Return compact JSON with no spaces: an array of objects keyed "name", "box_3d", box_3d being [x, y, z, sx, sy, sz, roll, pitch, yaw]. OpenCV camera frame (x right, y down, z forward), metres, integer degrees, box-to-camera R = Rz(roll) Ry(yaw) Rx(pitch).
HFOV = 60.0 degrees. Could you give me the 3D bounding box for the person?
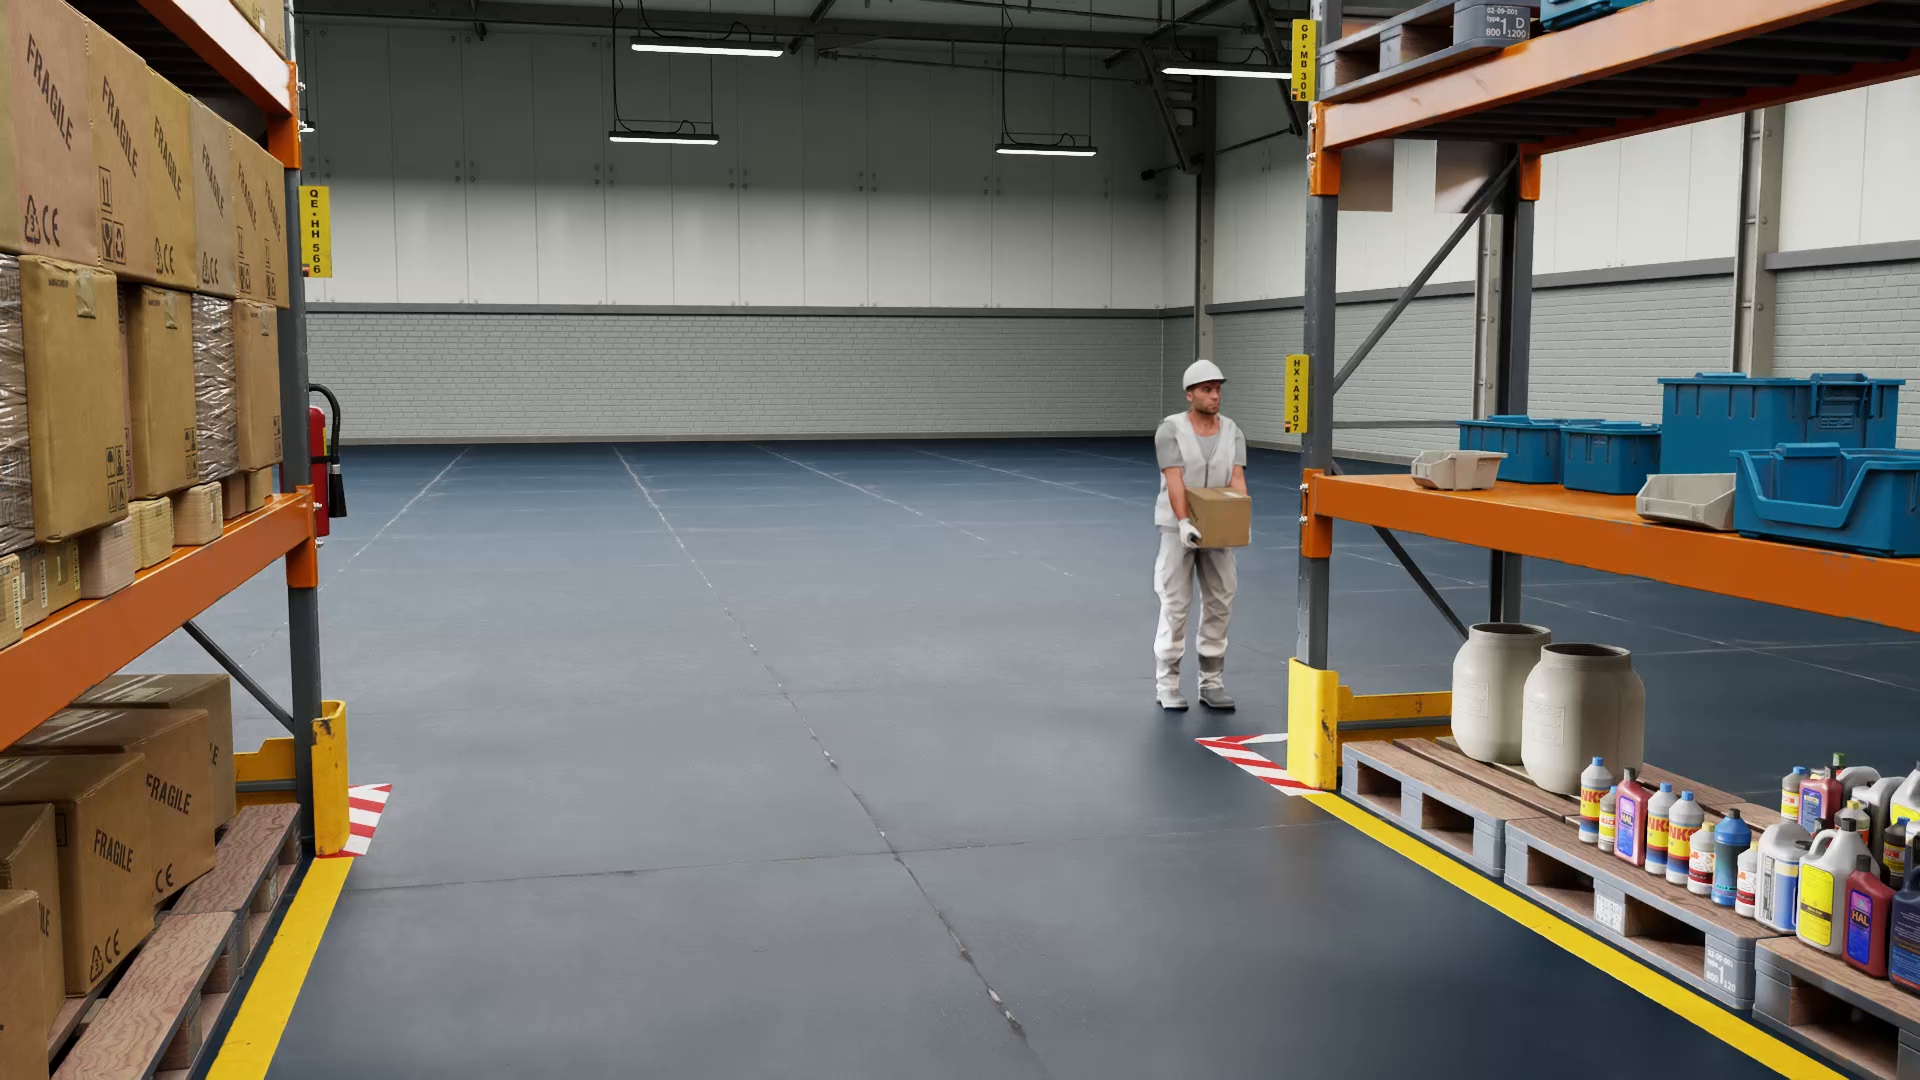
[{"name":"person","box_3d":[1.253,-0.022,8.507,0.494,1.783,0.569,-2,6,-15]}]
